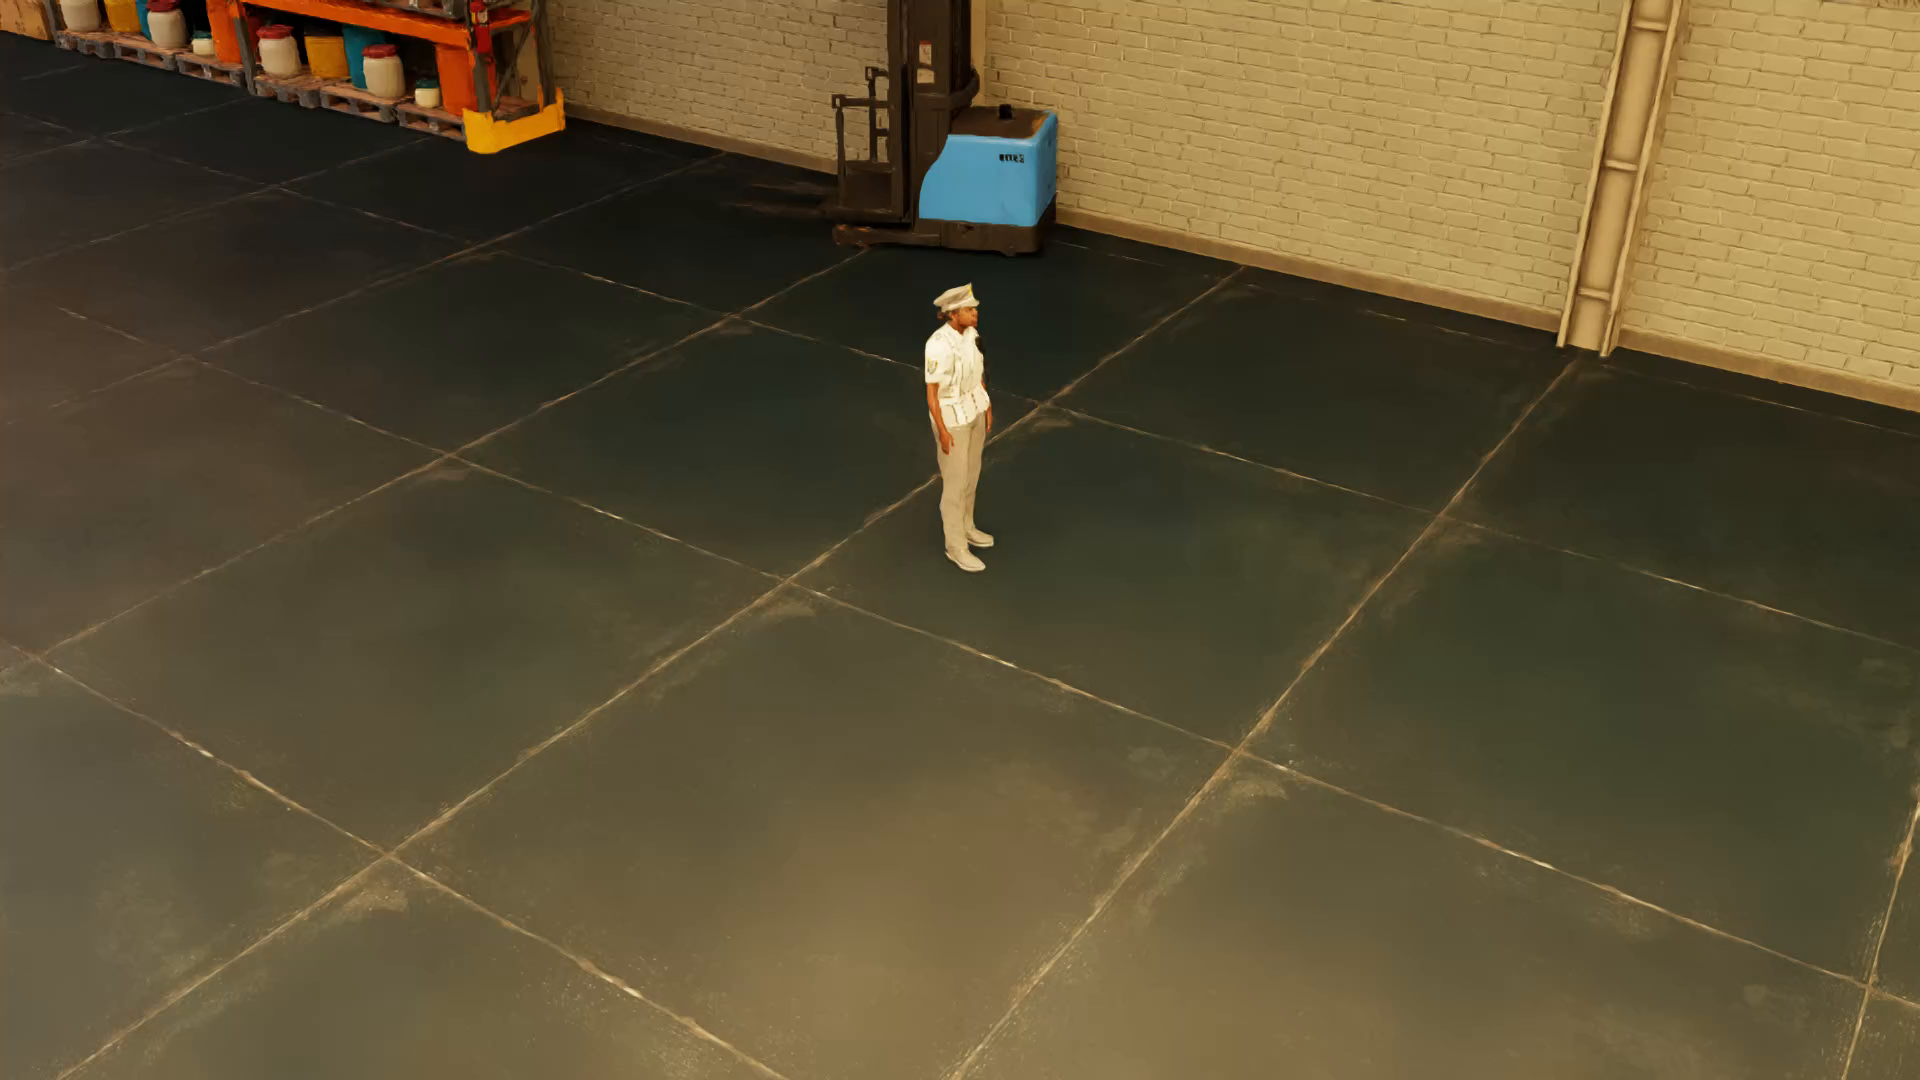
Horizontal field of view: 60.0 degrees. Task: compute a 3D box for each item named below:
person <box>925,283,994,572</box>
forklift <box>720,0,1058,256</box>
[{"bbox_3d":[0.051,-0.710,10.020,0.529,1.695,0.570,19,35,29],"label":"person"},{"bbox_3d":[-0.678,-4.180,14.779,3.031,2.935,1.130,7,31,12],"label":"forklift"}]
